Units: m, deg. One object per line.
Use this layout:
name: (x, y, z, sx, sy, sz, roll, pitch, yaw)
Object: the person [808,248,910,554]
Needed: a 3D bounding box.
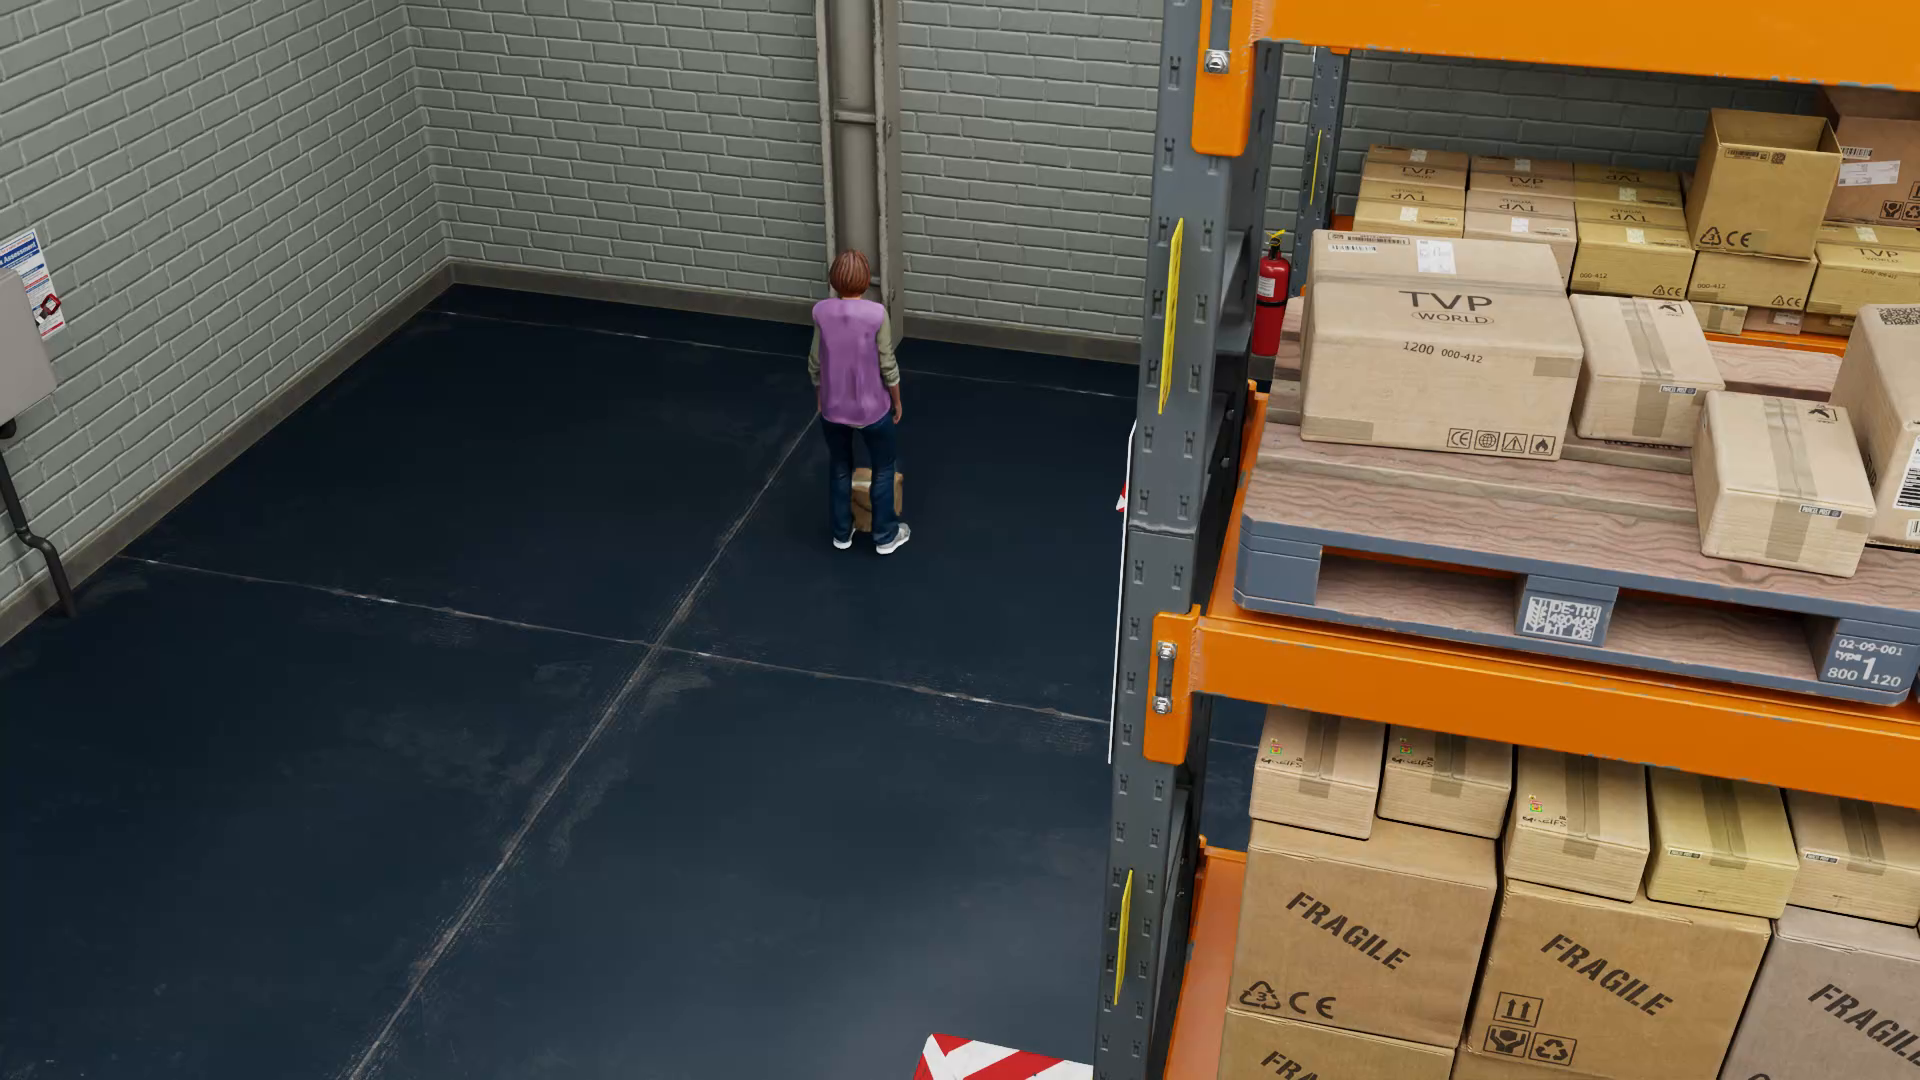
person: (-0.506, -0.645, 8.142, 0.460, 1.582, 0.342, 7, 34, 11)
